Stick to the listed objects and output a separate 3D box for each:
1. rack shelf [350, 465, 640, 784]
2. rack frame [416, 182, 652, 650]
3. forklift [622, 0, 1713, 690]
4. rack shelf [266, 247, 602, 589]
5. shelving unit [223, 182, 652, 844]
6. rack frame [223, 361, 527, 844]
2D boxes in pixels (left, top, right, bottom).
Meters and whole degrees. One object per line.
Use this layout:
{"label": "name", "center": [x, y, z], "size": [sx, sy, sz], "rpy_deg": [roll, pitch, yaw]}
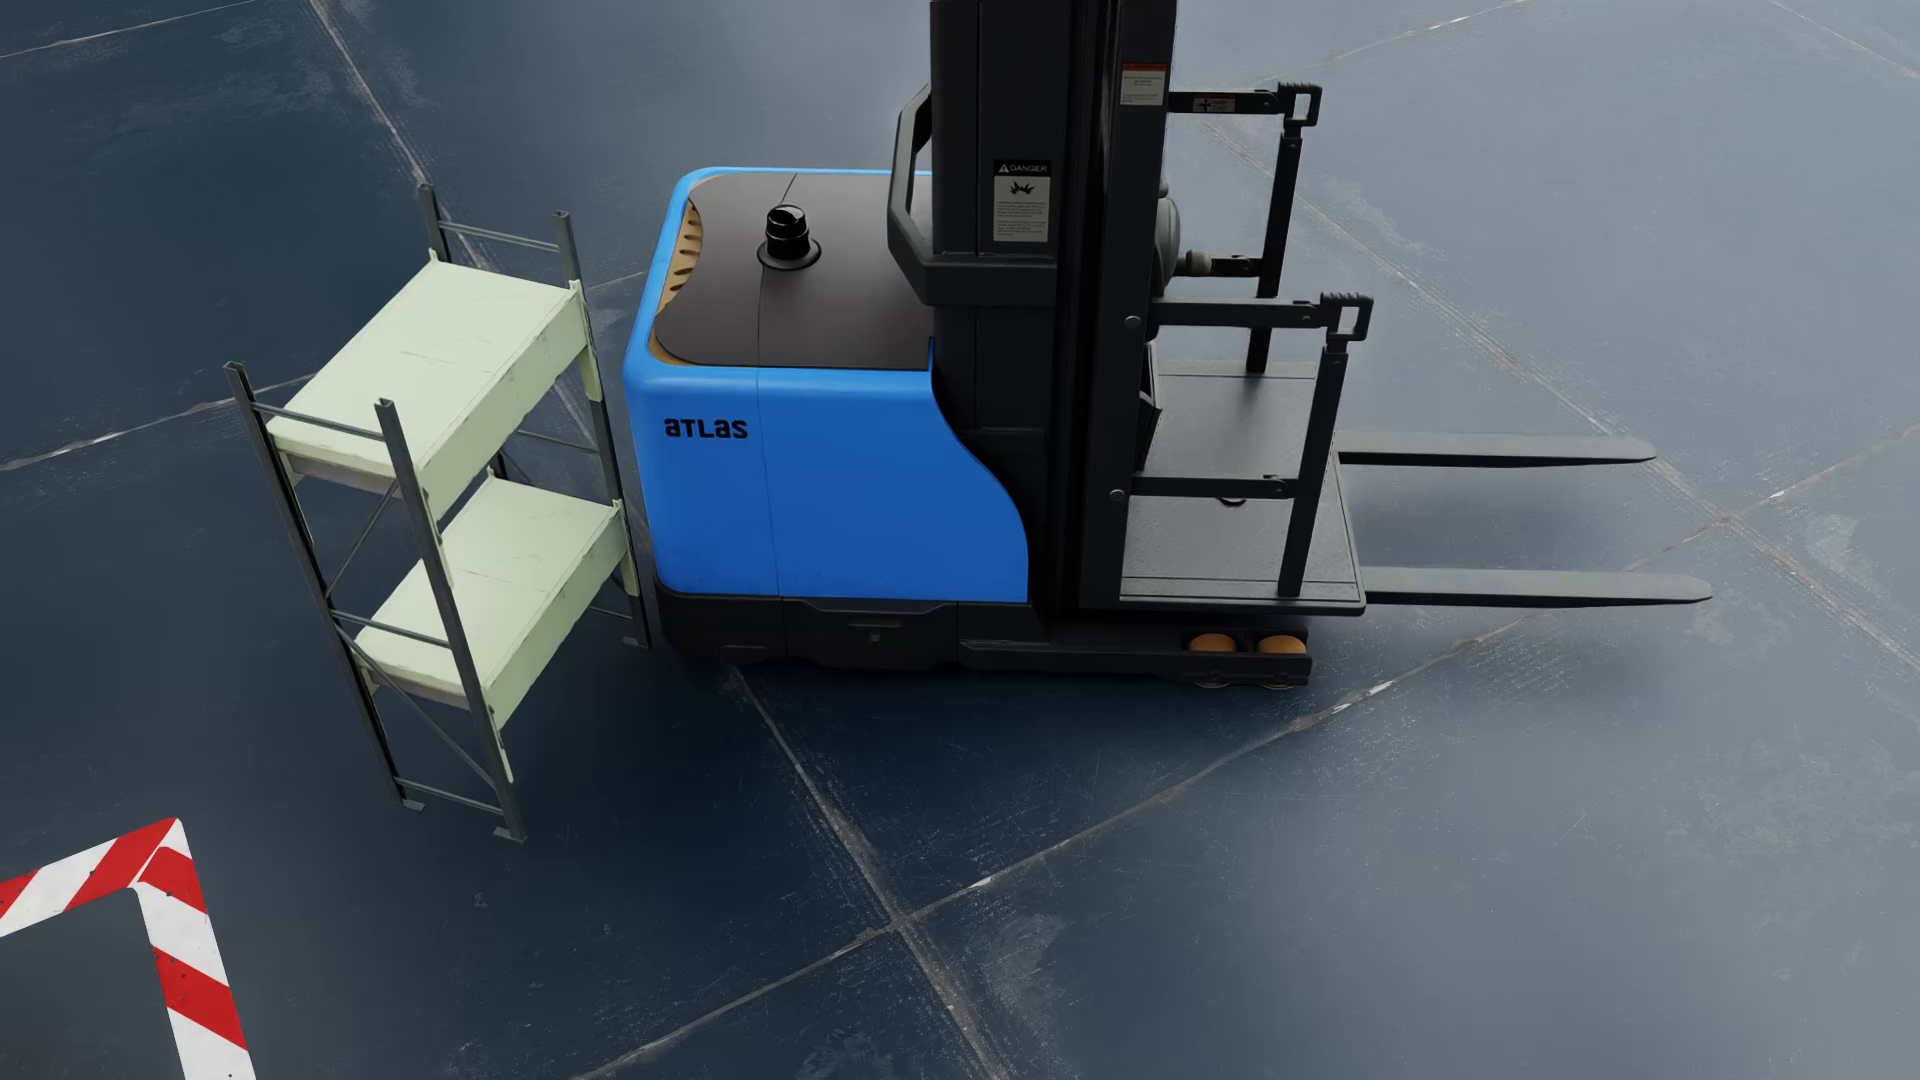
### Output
{"label": "rack shelf", "center": [-1.225, 0.209, 4.426], "size": [0.431, 0.370, 0.720], "rpy_deg": [14, 46, 14]}
{"label": "rack frame", "center": [-1.105, -0.265, 4.447], "size": [0.400, 1.500, 0.023], "rpy_deg": [14, 46, 14]}
{"label": "forklift", "center": [0.658, -0.999, 4.175], "size": [3.031, 2.935, 1.130], "rpy_deg": [1, 44, 1]}
{"label": "rack shelf", "center": [-1.225, -0.305, 3.927], "size": [0.431, 0.370, 0.720], "rpy_deg": [14, 46, 14]}
{"label": "shelving unit", "center": [-1.225, -0.025, 4.199], "size": [0.431, 1.500, 0.755], "rpy_deg": [14, 46, 14]}
{"label": "rack frame", "center": [-1.346, 0.216, 3.951], "size": [0.400, 1.500, 0.023], "rpy_deg": [14, 46, 14]}
